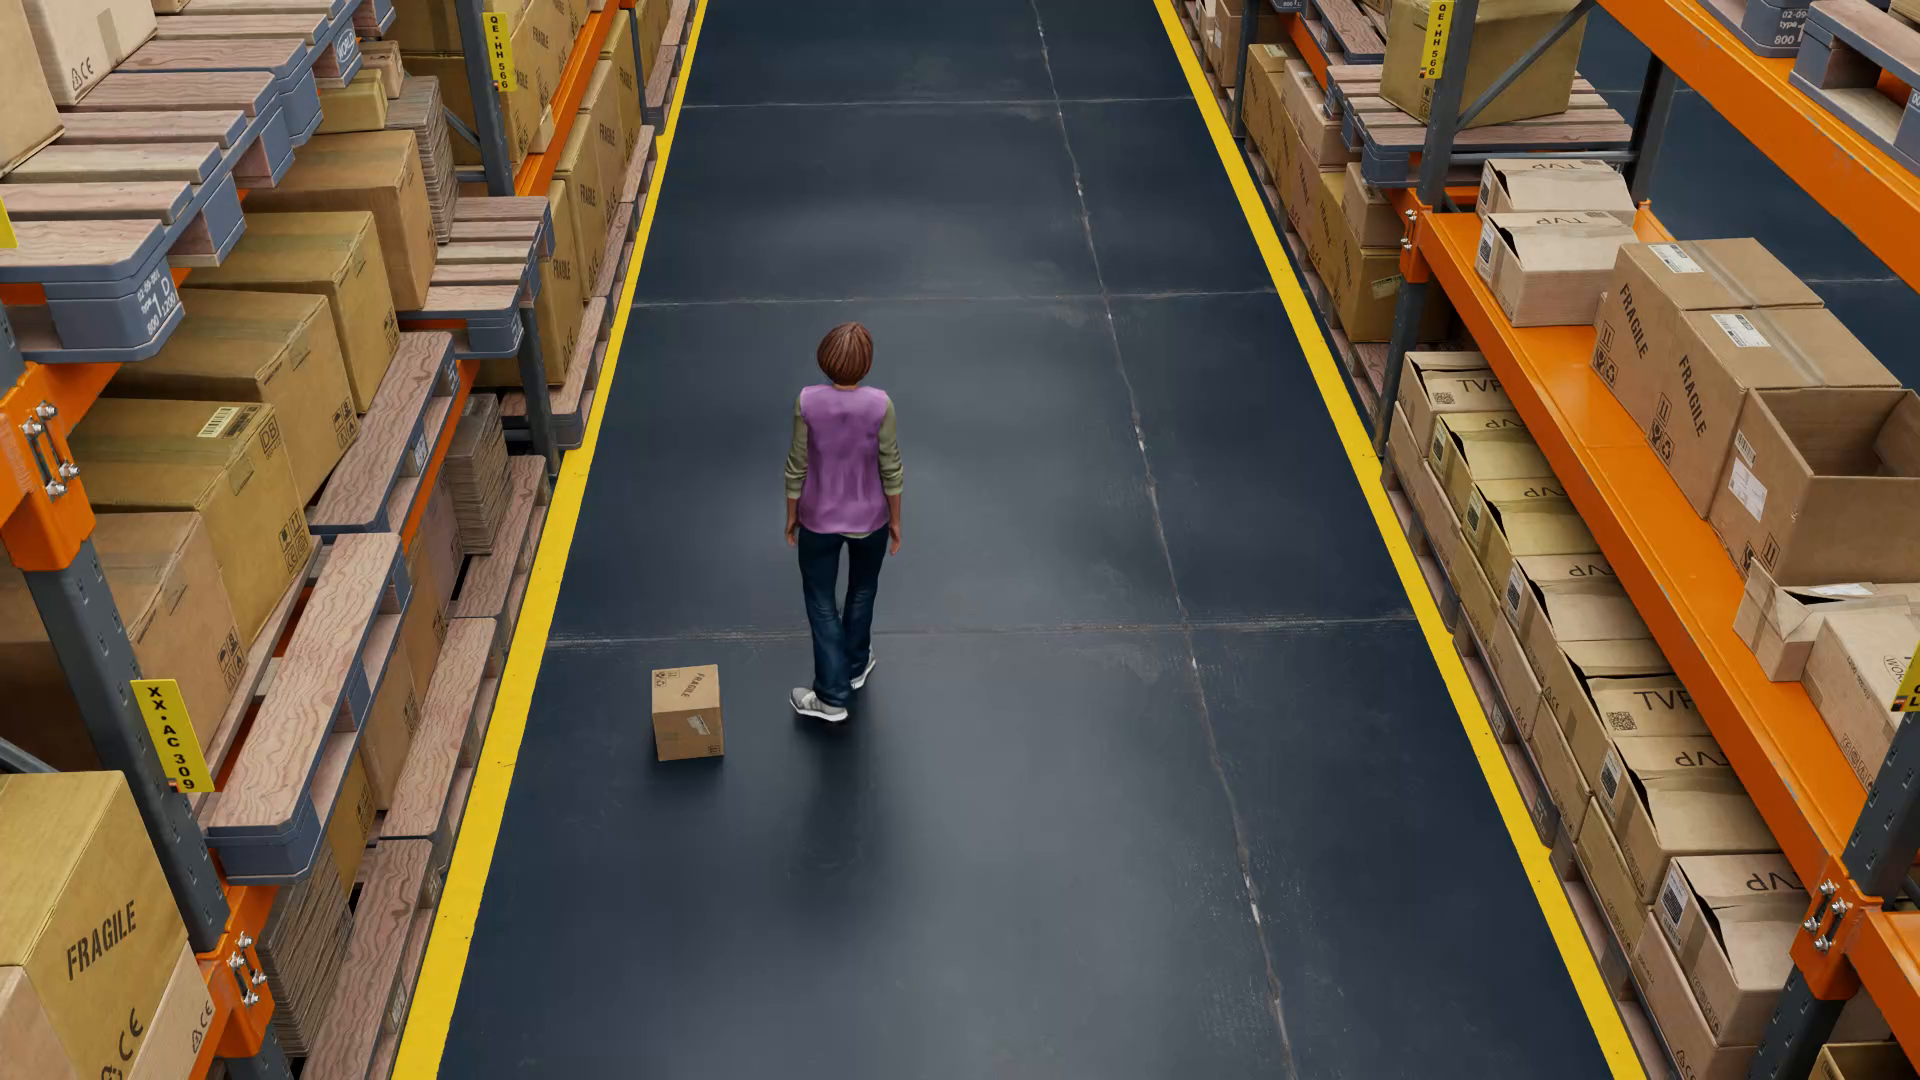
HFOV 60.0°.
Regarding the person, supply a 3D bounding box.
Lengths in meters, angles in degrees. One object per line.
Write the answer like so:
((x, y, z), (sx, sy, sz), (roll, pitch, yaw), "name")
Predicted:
((-0.441, -0.035, 6.204), (0.475, 1.583, 0.512), (-3, 36, -4), "person")
